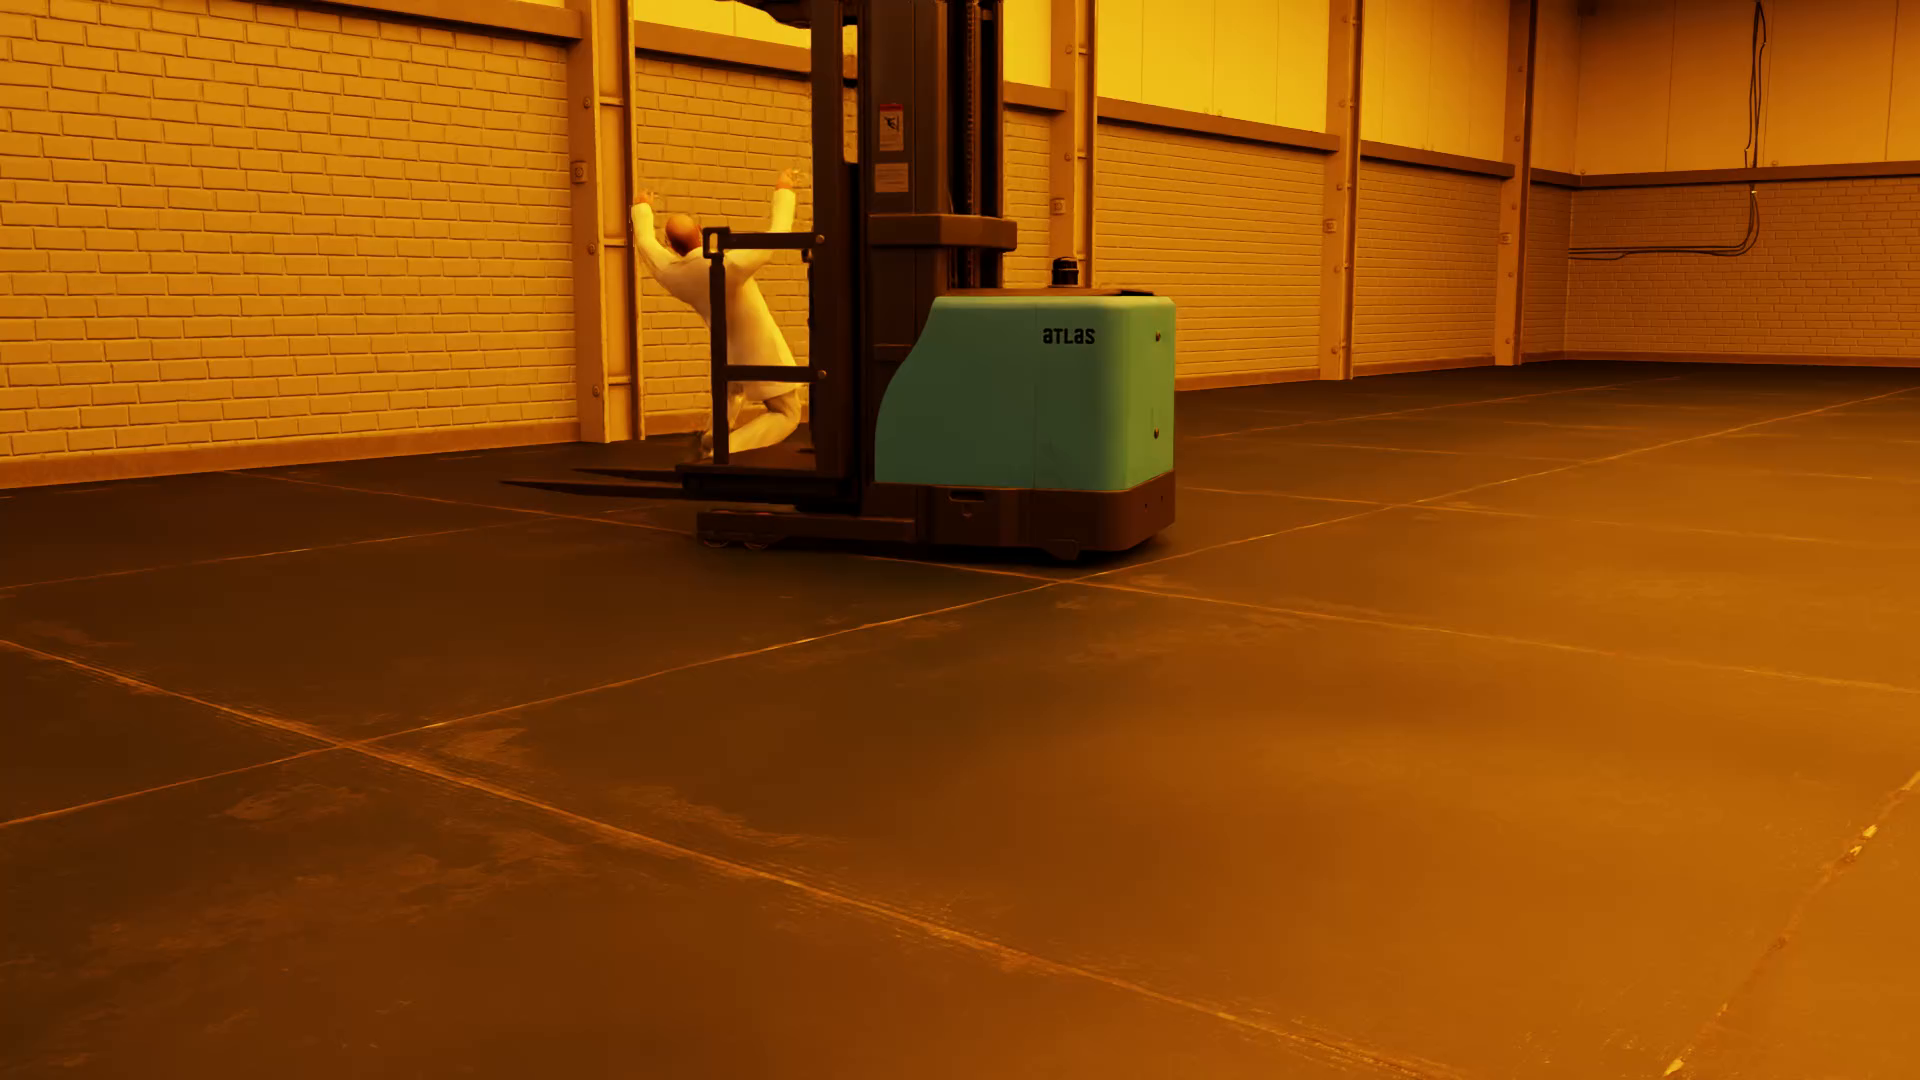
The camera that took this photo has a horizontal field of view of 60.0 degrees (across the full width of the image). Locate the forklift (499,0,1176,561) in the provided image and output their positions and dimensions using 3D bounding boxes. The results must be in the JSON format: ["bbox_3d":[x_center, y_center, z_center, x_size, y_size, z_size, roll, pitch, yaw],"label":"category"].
[{"bbox_3d":[-0.609,-1.474,7.352,3.031,2.935,1.130,3,9,19],"label":"forklift"}]

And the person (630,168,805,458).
[{"bbox_3d":[-1.349,-1.166,9.183,1.087,1.731,0.794,6,10,36],"label":"person"}]
